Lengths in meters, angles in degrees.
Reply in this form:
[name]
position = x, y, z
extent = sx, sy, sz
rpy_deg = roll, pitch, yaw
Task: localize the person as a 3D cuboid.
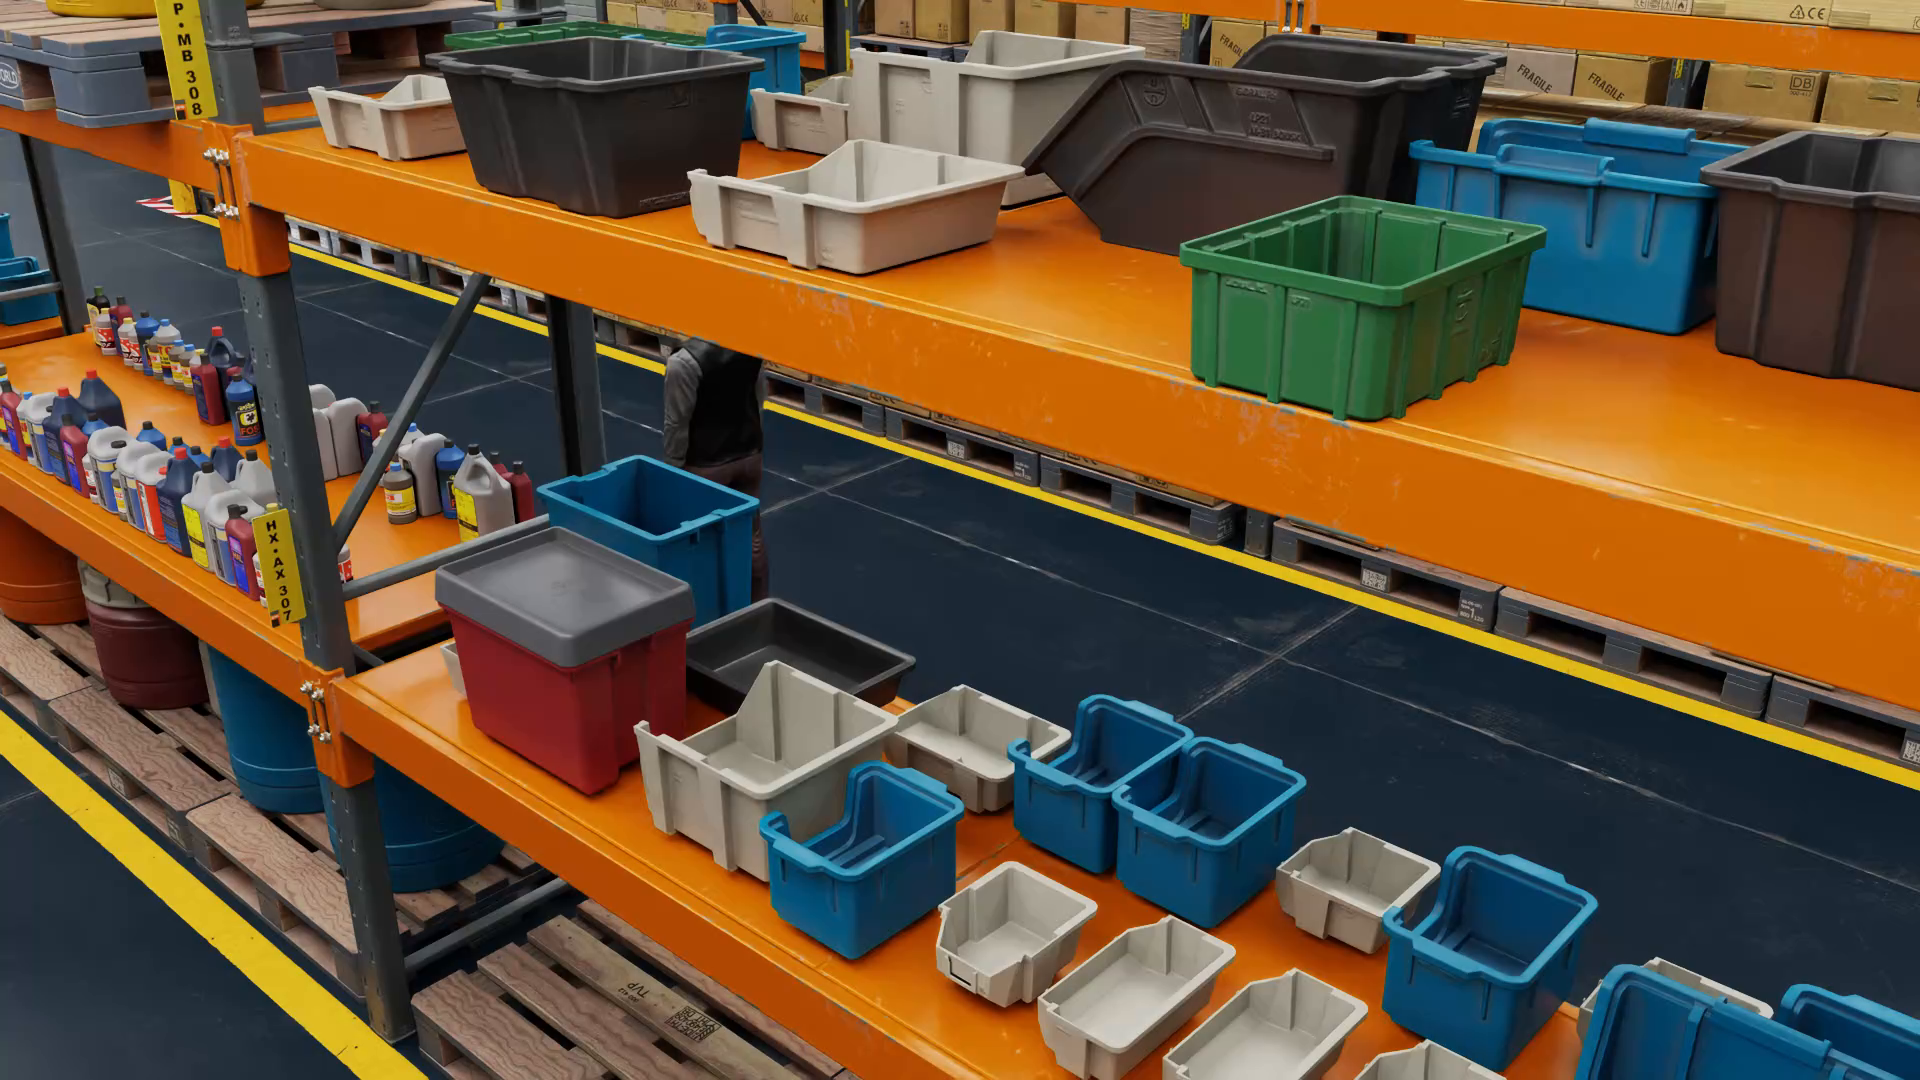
[person]
position = -1.094, -0.343, 7.409
extent = 0.359, 1.723, 0.530
rpy_deg = 21, 31, 39
